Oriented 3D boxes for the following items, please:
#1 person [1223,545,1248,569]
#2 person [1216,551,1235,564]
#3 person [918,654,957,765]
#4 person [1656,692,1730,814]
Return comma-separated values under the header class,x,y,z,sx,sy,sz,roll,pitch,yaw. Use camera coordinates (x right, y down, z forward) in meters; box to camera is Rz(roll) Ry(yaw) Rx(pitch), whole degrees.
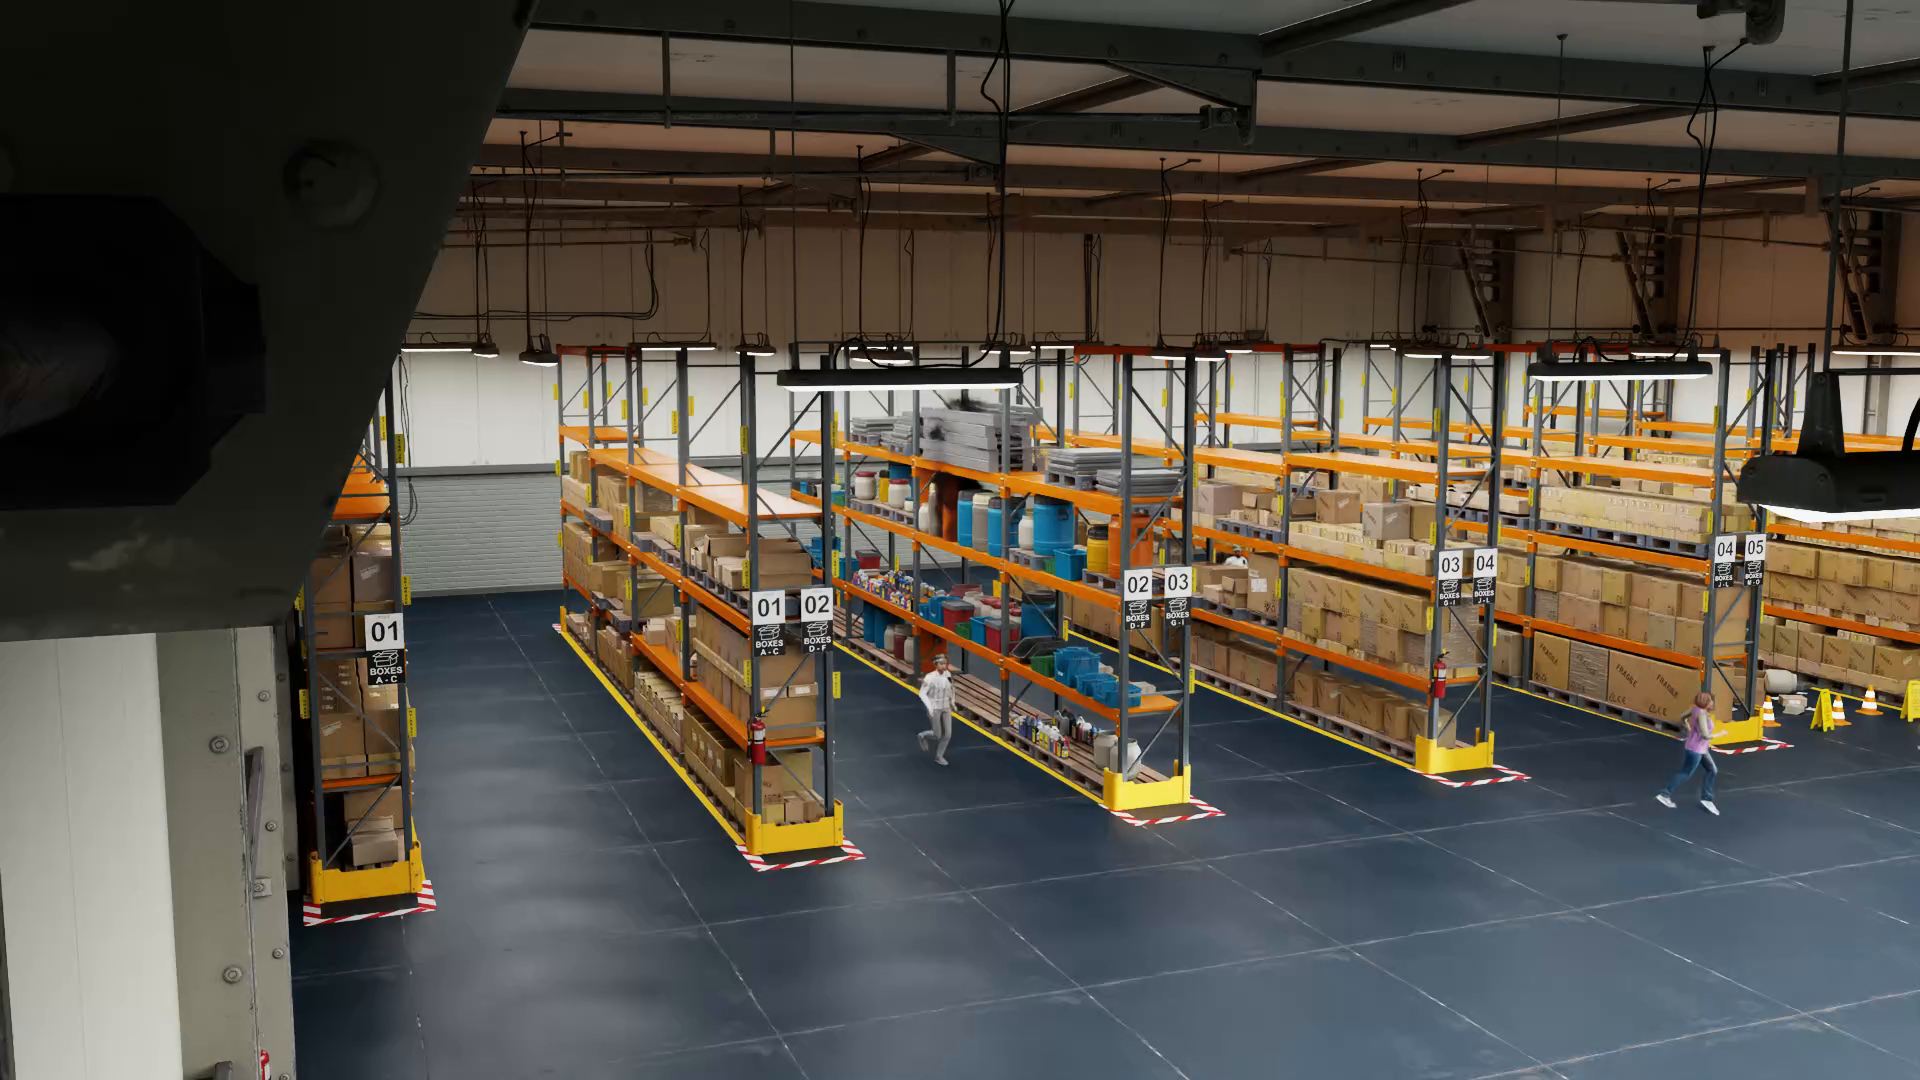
class,x,y,z,sx,sy,sz,roll,pitch,yaw
person,5.938,0.950,35.741,0.543,1.735,0.799,-3,8,-19
person,6.676,0.209,41.510,0.693,1.764,0.773,6,9,38
person,-0.345,2.444,24.329,0.603,1.643,0.593,-5,9,-33
person,9.607,2.781,21.793,0.846,1.632,0.547,3,8,20
